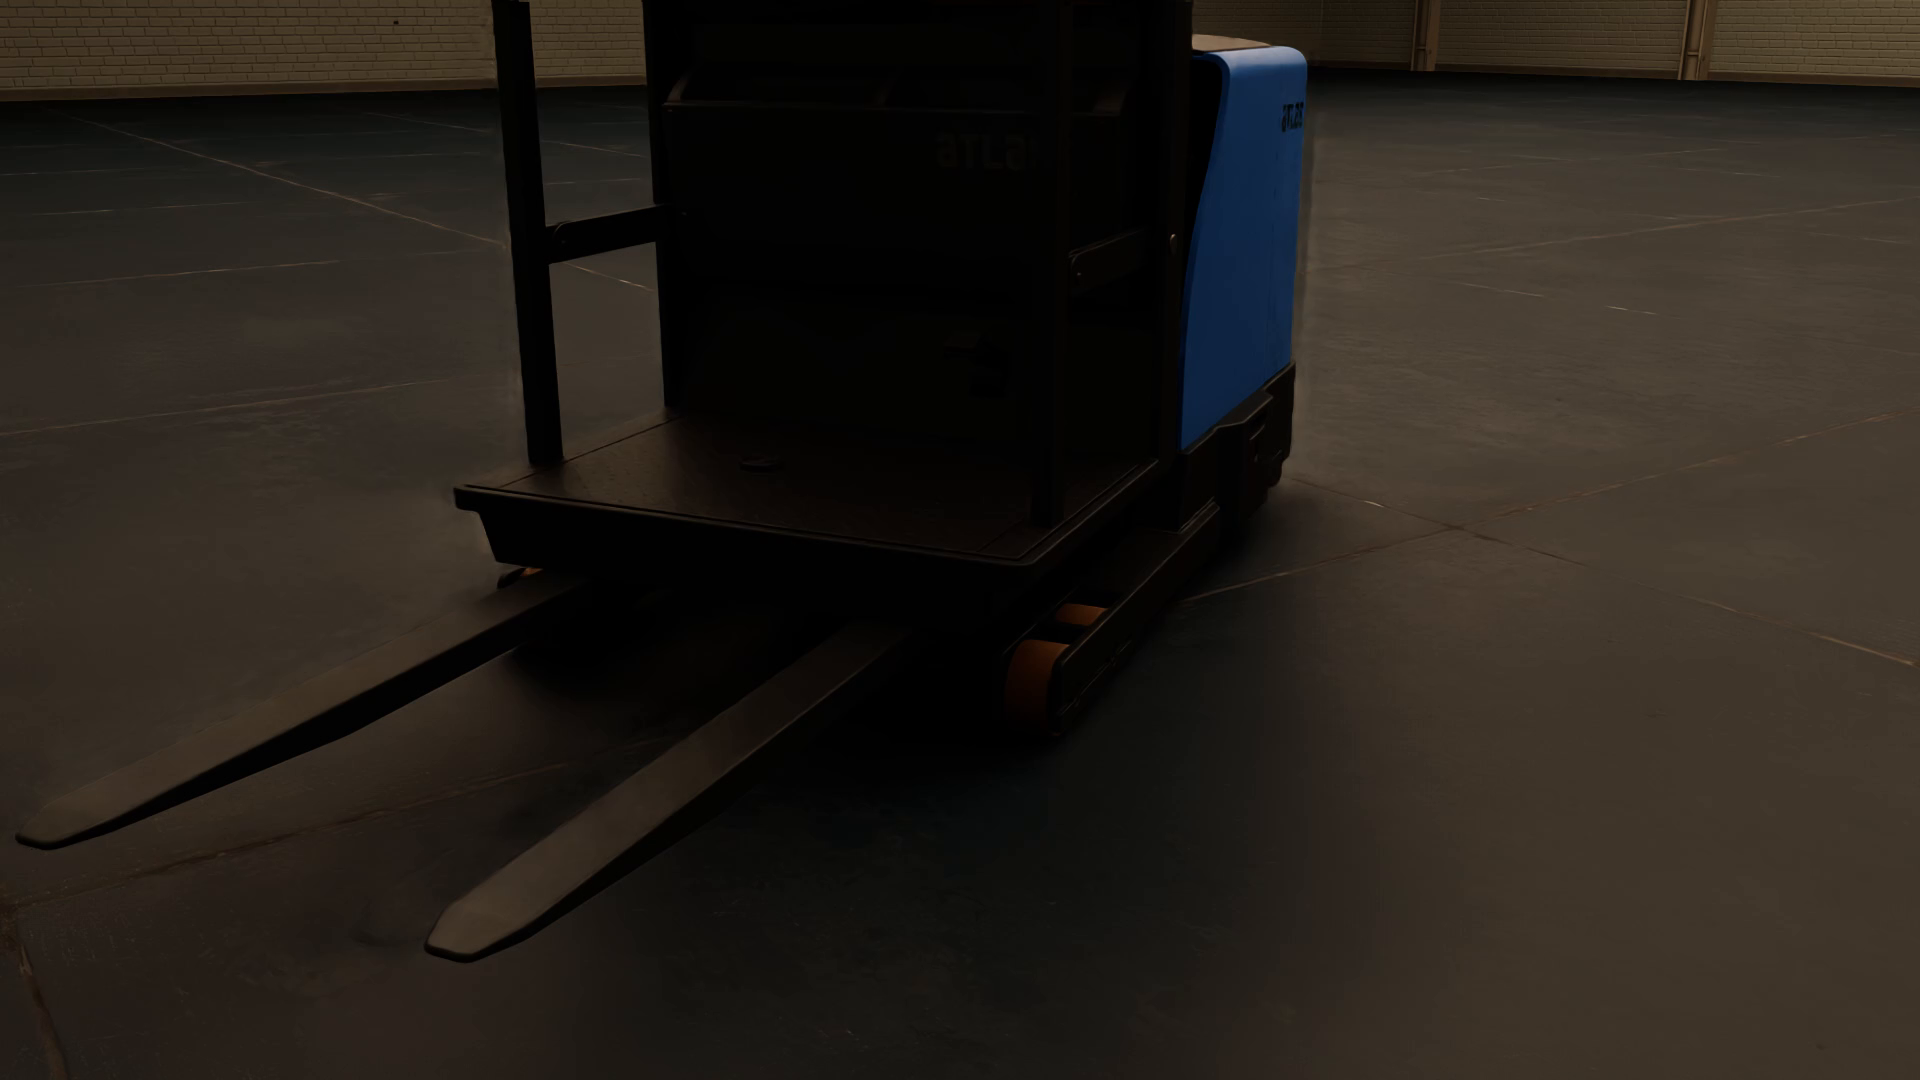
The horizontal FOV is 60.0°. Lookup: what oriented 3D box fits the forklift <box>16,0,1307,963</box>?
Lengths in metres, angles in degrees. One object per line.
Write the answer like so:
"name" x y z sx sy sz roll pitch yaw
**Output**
"forklift" -0.207 -1.213 2.782 1.130 2.935 3.031 8 19 22
